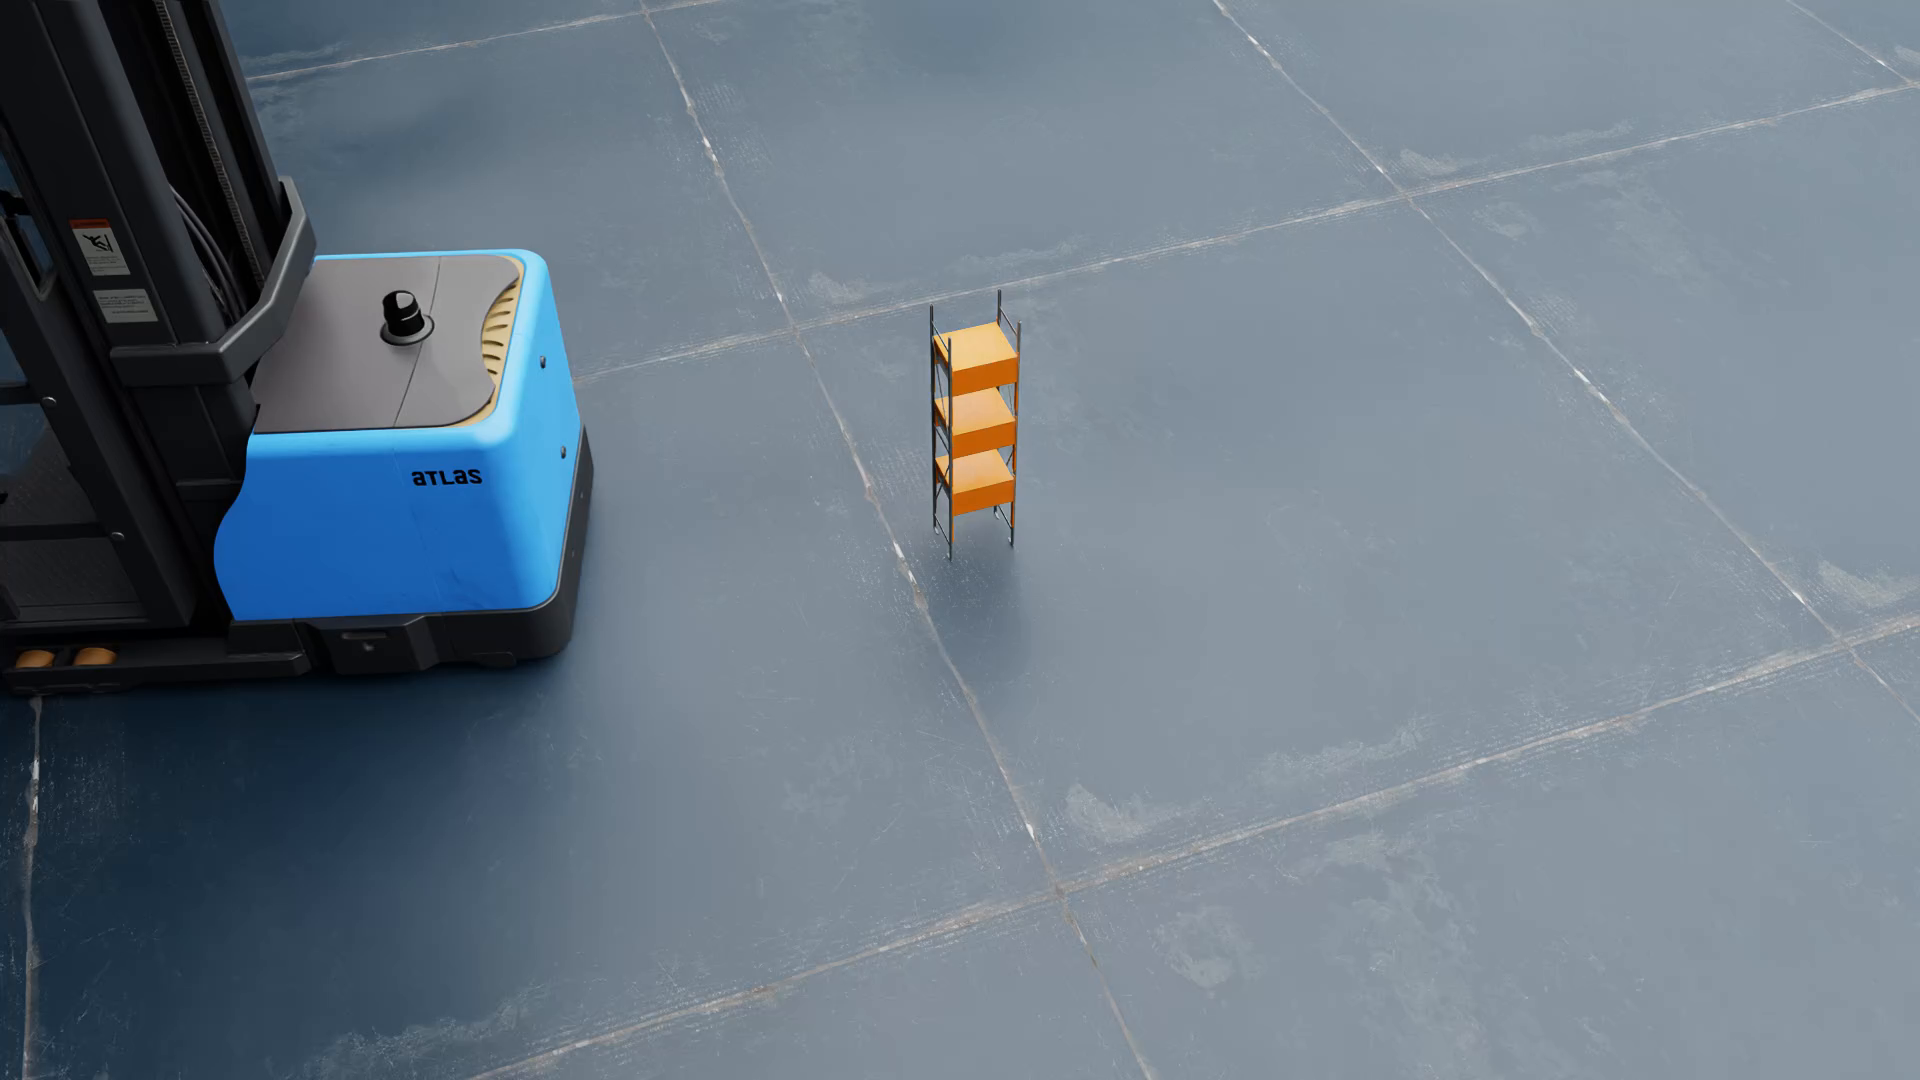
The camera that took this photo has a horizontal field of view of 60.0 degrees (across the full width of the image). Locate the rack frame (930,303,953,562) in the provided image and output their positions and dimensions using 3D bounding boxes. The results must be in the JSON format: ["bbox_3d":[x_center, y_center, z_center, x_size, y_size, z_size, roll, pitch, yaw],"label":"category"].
[{"bbox_3d":[-0.064,-0.354,5.862,0.008,1.050,0.200,-14,47,-14],"label":"rack frame"}]

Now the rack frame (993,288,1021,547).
[{"bbox_3d":[0.165,-0.413,5.920,0.008,1.050,0.200,-14,47,-14],"label":"rack frame"}]

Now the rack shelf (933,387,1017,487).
[{"bbox_3d":[0.050,-0.376,5.898,0.240,0.259,0.215,-14,47,-14],"label":"rack shelf"}]

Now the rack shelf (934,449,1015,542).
[{"bbox_3d":[0.050,-0.180,6.095,0.240,0.259,0.215,-14,47,-14],"label":"rack shelf"}]

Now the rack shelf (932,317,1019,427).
[{"bbox_3d":[0.050,-0.576,5.697,0.240,0.259,0.215,-14,47,-14],"label":"rack shelf"}]

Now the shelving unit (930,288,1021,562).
[{"bbox_3d":[0.050,-0.383,5.891,0.252,1.050,0.215,-14,47,-14],"label":"shelving unit"}]

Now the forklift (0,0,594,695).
[{"bbox_3d":[-2.898,-0.888,5.066,3.031,2.935,1.130,-2,45,-2],"label":"forklift"}]
